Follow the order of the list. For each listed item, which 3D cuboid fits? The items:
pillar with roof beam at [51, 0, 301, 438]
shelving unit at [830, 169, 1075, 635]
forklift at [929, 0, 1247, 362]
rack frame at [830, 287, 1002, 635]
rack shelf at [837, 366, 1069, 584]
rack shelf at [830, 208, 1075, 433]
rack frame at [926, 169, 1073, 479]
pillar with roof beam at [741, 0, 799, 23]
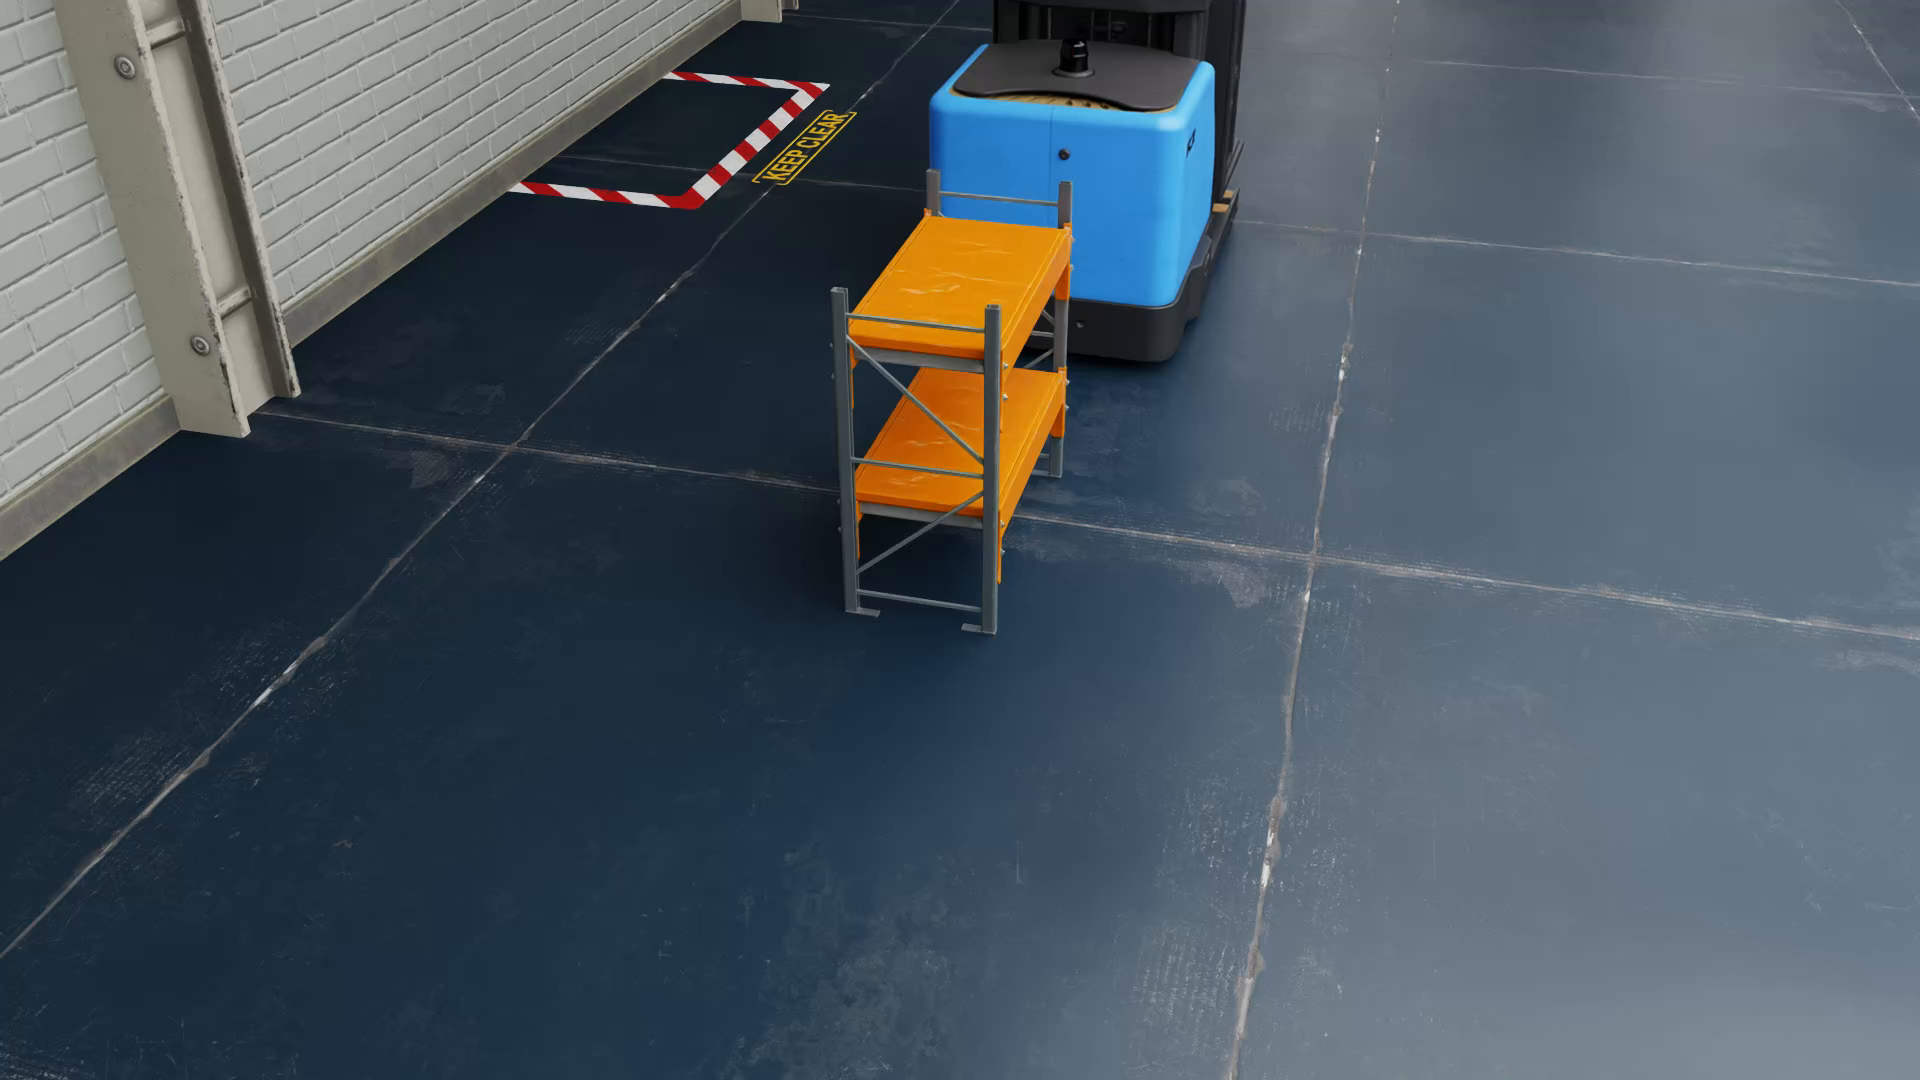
[{"bbox_3d":[1.320,-3.726,3.223,9.100,9.000,0.400,8,33,12],"label":"pillar with roof beam"},{"bbox_3d":[0.002,-0.478,5.454,0.538,1.125,1.048,8,33,12],"label":"shelving unit"},{"bbox_3d":[0.751,-2.743,7.332,1.130,2.935,3.031,9,33,13],"label":"forklift"},{"bbox_3d":[-0.127,-0.214,5.039,0.500,1.125,0.032,8,33,12],"label":"rack frame"},{"bbox_3d":[0.002,-0.272,5.585,0.538,0.278,1.000,8,33,12],"label":"rack shelf"},{"bbox_3d":[0.002,-0.725,5.297,0.538,0.278,1.000,8,33,12],"label":"rack shelf"},{"bbox_3d":[0.131,-0.742,5.869,0.500,1.125,0.032,8,33,12],"label":"rack frame"},{"bbox_3d":[2.842,-6.839,8.120,9.100,9.000,0.400,8,33,12],"label":"pillar with roof beam"}]
